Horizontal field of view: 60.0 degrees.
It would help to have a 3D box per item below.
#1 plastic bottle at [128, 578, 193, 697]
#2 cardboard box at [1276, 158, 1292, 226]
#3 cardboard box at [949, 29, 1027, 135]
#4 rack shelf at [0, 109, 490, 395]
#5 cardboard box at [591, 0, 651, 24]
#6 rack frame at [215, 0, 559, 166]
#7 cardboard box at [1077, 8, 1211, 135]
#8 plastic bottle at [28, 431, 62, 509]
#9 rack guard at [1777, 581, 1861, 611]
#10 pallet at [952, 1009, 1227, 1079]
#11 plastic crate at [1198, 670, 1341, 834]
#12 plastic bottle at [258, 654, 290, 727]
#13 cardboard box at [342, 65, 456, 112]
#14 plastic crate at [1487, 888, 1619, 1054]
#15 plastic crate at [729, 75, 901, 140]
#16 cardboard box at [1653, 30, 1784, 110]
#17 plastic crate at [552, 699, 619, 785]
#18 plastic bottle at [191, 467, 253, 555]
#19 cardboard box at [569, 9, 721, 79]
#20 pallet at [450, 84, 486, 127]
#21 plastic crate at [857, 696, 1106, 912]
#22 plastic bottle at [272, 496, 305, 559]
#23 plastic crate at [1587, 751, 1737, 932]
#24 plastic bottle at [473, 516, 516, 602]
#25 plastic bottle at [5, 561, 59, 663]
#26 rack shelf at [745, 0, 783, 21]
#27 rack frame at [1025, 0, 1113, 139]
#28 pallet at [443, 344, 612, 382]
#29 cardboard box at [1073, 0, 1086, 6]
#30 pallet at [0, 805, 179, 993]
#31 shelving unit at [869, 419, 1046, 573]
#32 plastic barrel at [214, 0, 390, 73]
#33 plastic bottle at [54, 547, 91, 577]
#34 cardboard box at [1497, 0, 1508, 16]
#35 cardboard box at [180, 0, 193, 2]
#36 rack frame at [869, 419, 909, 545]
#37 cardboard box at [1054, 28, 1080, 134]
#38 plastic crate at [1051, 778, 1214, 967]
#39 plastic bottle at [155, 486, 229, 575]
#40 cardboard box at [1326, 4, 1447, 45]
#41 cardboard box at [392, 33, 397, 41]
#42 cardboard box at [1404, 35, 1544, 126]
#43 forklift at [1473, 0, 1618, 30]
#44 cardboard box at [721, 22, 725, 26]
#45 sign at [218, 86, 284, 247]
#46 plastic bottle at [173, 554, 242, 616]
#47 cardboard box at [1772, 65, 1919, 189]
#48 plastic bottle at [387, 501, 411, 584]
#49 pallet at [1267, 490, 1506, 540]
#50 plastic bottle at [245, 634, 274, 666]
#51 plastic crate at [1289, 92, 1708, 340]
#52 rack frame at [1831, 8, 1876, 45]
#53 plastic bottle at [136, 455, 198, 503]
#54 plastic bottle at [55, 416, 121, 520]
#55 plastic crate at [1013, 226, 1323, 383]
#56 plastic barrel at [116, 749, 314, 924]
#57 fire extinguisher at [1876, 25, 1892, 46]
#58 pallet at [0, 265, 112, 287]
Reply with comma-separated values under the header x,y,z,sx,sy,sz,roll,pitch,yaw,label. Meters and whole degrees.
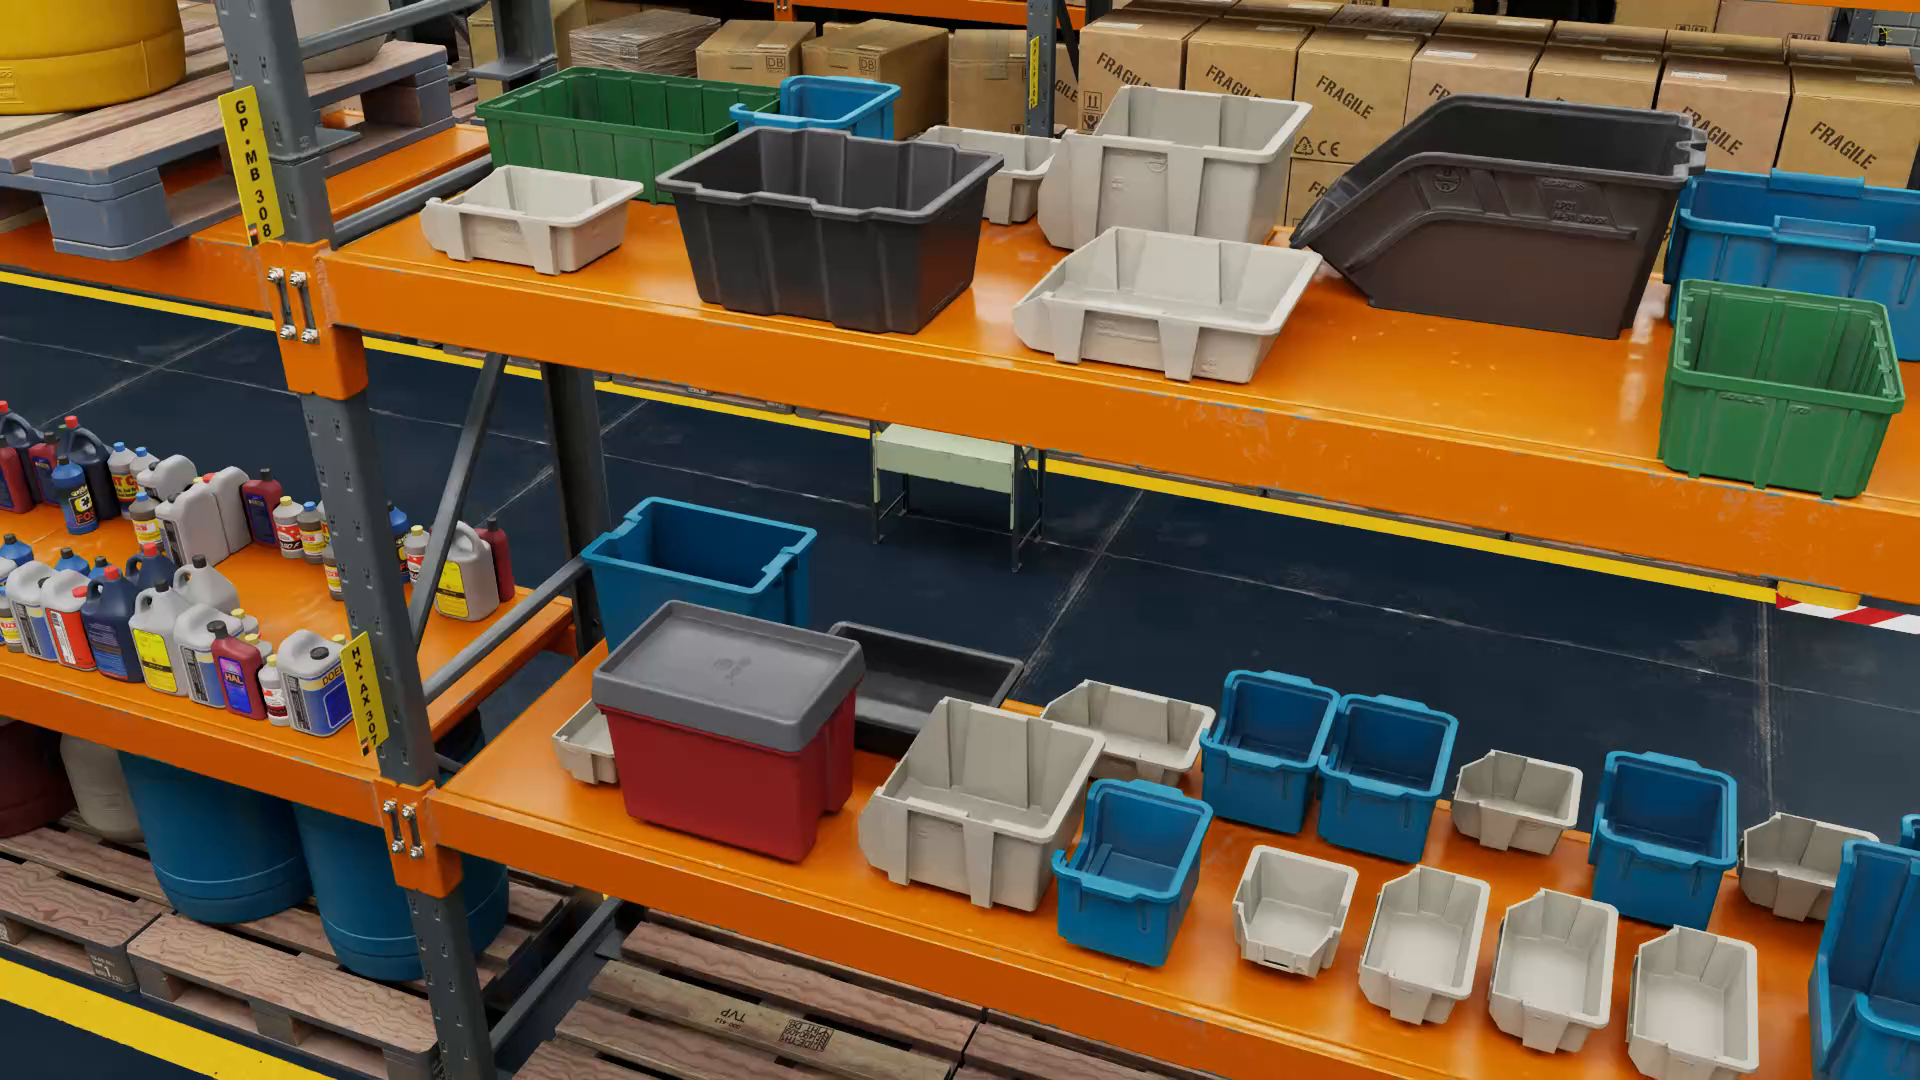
x,y,z,sx,sy,sz,roll,pitch,yaw,label
-2.278,0.264,4.785,0.185,0.351,0.144,11,31,19,plastic bottle
1.408,-1.727,8.155,0.500,0.500,0.500,12,32,20,cardboard box
0.207,-2.411,8.938,0.500,0.500,0.700,1,30,2,cardboard box
-3.157,-1.100,4.830,4.000,0.370,1.077,11,31,19,rack shelf
-2.955,-4.760,14.955,0.500,0.250,0.500,11,31,19,cardboard box
-1.304,-2.349,3.260,0.127,3.000,1.000,11,31,19,rack frame
0.893,-2.258,8.079,0.500,0.500,0.500,12,32,20,cardboard box
-3.144,-0.248,5.759,0.133,0.283,0.061,11,31,19,plastic bottle
4.198,-0.181,8.062,0.348,0.500,1.175,11,31,19,rack guard
0.527,1.820,4.815,1.213,0.211,1.003,11,31,19,pallet
0.800,0.555,4.329,0.300,0.233,0.416,11,31,19,plastic crate
-1.908,0.415,4.669,0.097,0.201,0.097,0,29,0,plastic bottle
-3.465,-2.783,10.216,0.500,0.311,0.500,13,32,22,cardboard box
1.316,0.963,3.705,0.243,0.136,0.396,11,31,19,plastic crate
-0.340,-0.947,3.999,0.300,0.233,0.416,11,31,19,plastic crate
3.469,-2.029,7.674,0.500,0.500,0.500,12,31,20,cardboard box
-0.926,0.503,4.519,0.243,0.136,0.396,11,31,19,plastic crate
-2.447,-0.114,5.529,0.135,0.276,0.152,11,31,19,plastic bottle
-1.743,-2.640,9.344,0.500,0.500,0.700,18,34,28,cardboard box
-2.490,-2.558,9.922,1.003,0.211,1.213,11,31,19,pallet
0.042,0.655,4.102,0.530,0.282,0.437,11,31,19,plastic crate
-2.206,-0.048,5.488,0.097,0.201,0.097,0,29,0,plastic bottle
1.688,0.732,4.015,0.300,0.233,0.416,11,31,19,plastic crate
-1.483,0.051,5.229,0.133,0.283,0.061,11,31,19,plastic bottle
-2.721,0.206,4.964,0.135,0.276,0.152,11,31,19,plastic bottle
-3.139,-5.051,14.869,4.000,0.370,1.077,11,31,19,rack shelf
0.562,-1.995,8.731,0.127,3.000,1.000,11,31,19,rack frame
-2.467,-1.365,10.451,1.213,0.211,1.003,11,31,19,pallet
1.067,-4.289,13.025,0.250,0.149,0.380,11,31,19,cardboard box
-3.137,1.090,6.107,1.213,0.211,1.003,11,31,19,pallet
-0.006,-0.654,7.883,0.755,1.500,0.431,11,31,19,shelving unit
-1.697,-1.496,4.236,0.433,0.535,0.433,0,29,0,plastic barrel
-2.691,0.147,5.072,0.097,0.271,0.097,0,29,0,plastic bottle
4.270,-4.009,11.990,0.700,0.700,0.980,10,31,17,cardboard box
-8.091,-5.326,16.910,0.500,0.311,0.500,8,30,13,cardboard box
-0.345,-0.722,8.003,0.023,1.500,0.400,11,31,19,rack frame
0.945,-3.725,13.550,0.750,0.750,0.750,12,32,21,cardboard box
0.403,0.787,3.919,0.300,0.233,0.416,11,31,19,plastic crate
-2.505,-0.044,5.406,0.135,0.276,0.152,11,31,19,plastic bottle
2.071,-2.311,8.173,0.500,0.500,0.500,12,31,20,cardboard box
-5.499,-4.778,16.086,0.250,0.166,0.380,7,30,13,cardboard box
2.326,-1.972,7.574,0.500,0.500,0.500,12,32,21,cardboard box
2.970,-2.628,9.921,3.031,2.935,1.130,20,35,31,forklift
-2.406,-4.355,15.000,0.500,0.500,0.700,11,31,19,cardboard box
-1.512,-0.796,3.553,0.005,0.325,0.100,11,31,19,sign
-2.224,0.198,4.902,0.185,0.351,0.144,11,31,19,plastic bottle
3.753,-1.691,7.075,0.500,0.500,0.500,11,31,19,cardboard box
-1.811,0.001,5.331,0.097,0.271,0.097,0,29,0,plastic bottle
2.333,-0.428,8.794,1.213,0.211,1.003,11,31,19,pallet
-2.009,0.363,4.762,0.097,0.201,0.097,0,29,0,plastic bottle
1.091,-0.684,3.426,0.767,0.338,0.504,11,31,19,plastic crate
6.128,-3.514,11.419,0.127,3.000,1.000,11,31,19,rack frame
-2.662,-0.157,5.605,0.135,0.276,0.152,11,31,19,plastic bottle
-2.989,-0.256,5.705,0.185,0.351,0.144,11,31,19,plastic bottle
0.395,-0.457,3.230,0.530,0.136,0.437,11,31,19,plastic crate
-2.458,0.754,5.573,0.708,0.901,0.600,11,31,19,plastic barrel
6.094,-3.080,11.108,0.183,0.674,0.296,11,31,19,fire extinguisher
-6.154,-2.142,11.826,1.213,0.211,1.003,11,31,19,pallet
